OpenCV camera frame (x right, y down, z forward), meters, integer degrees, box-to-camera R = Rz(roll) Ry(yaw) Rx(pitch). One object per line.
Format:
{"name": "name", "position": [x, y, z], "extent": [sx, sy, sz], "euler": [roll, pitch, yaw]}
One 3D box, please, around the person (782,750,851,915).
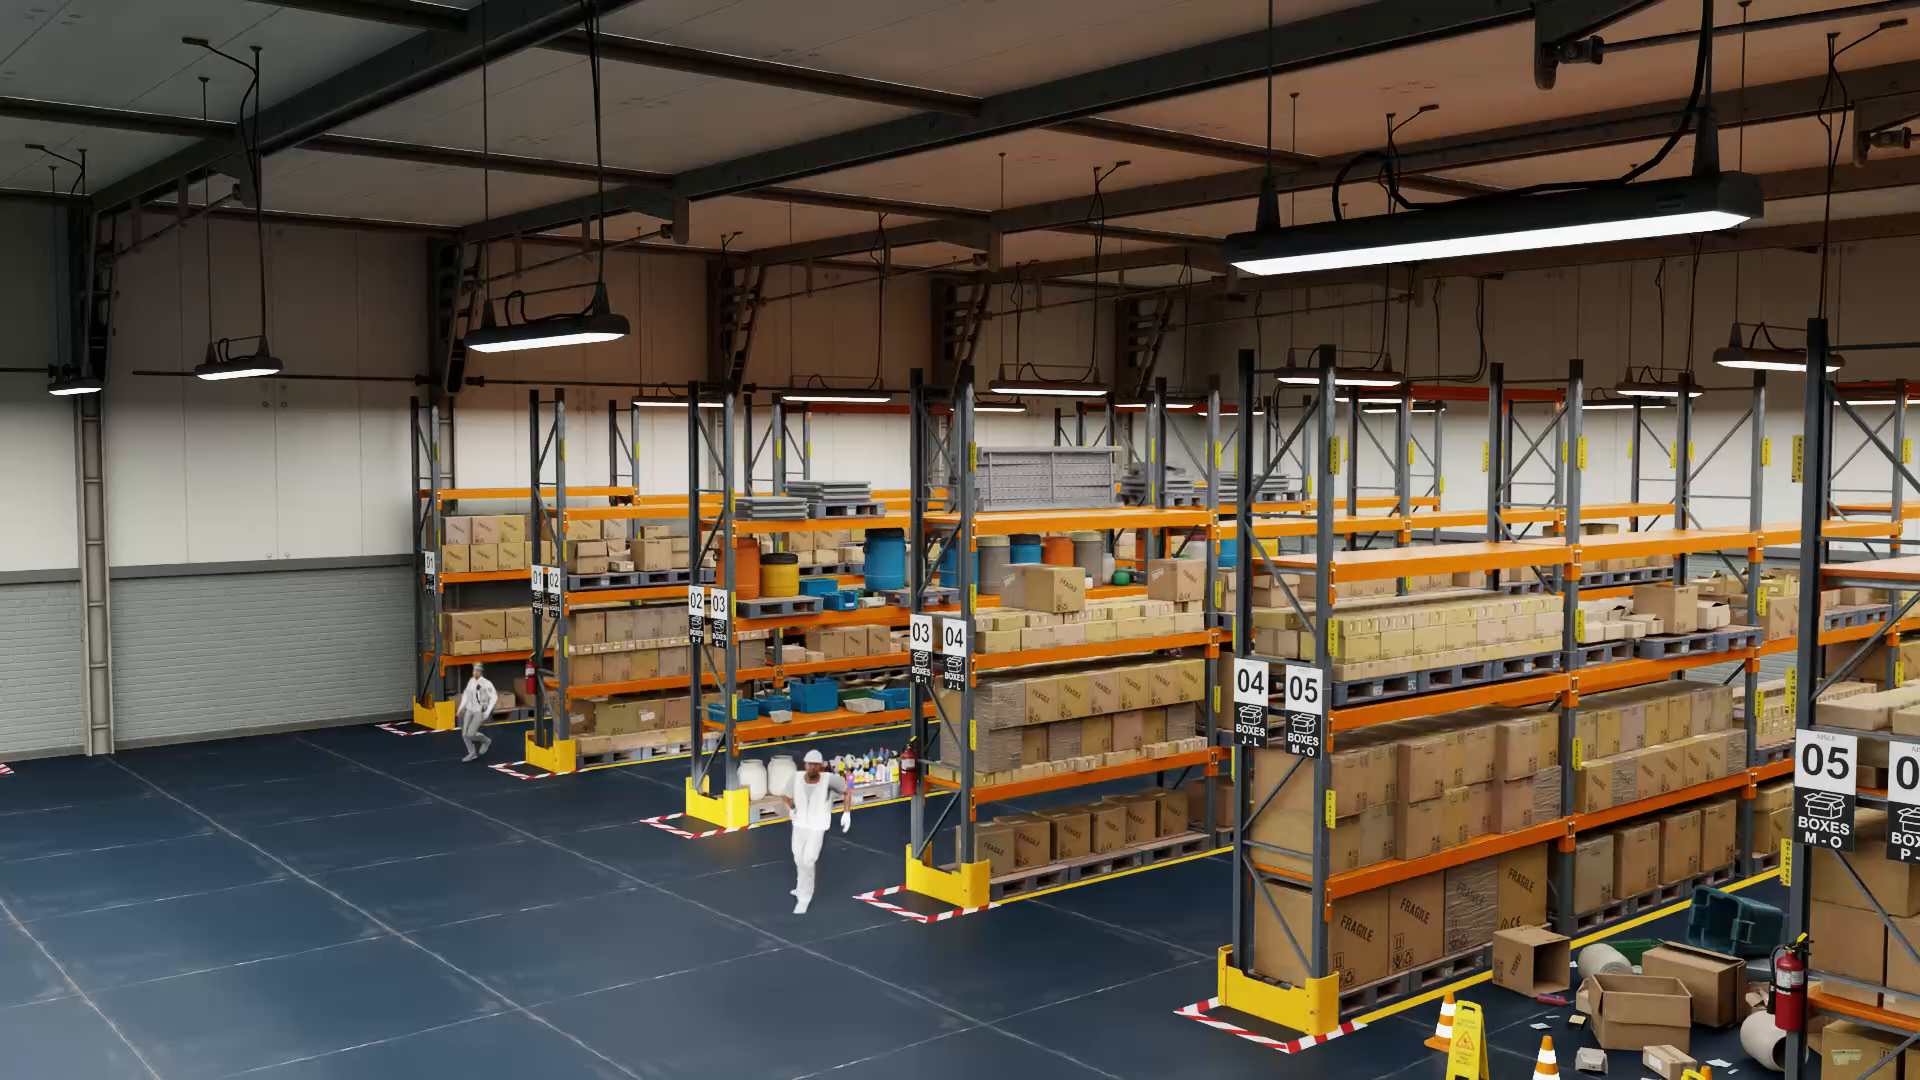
{"name": "person", "position": [-1.602, 3.218, 18.416], "extent": [0.747, 1.843, 0.752], "euler": [1, 3, 15]}

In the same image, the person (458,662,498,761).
{"name": "person", "position": [-7.792, 2.770, 26.904], "extent": [0.664, 1.625, 0.473], "euler": [2, 4, 28]}

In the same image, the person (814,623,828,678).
{"name": "person", "position": [-2.761, 2.396, 33.330], "extent": [0.636, 1.570, 0.510], "euler": [-3, 4, -41]}
